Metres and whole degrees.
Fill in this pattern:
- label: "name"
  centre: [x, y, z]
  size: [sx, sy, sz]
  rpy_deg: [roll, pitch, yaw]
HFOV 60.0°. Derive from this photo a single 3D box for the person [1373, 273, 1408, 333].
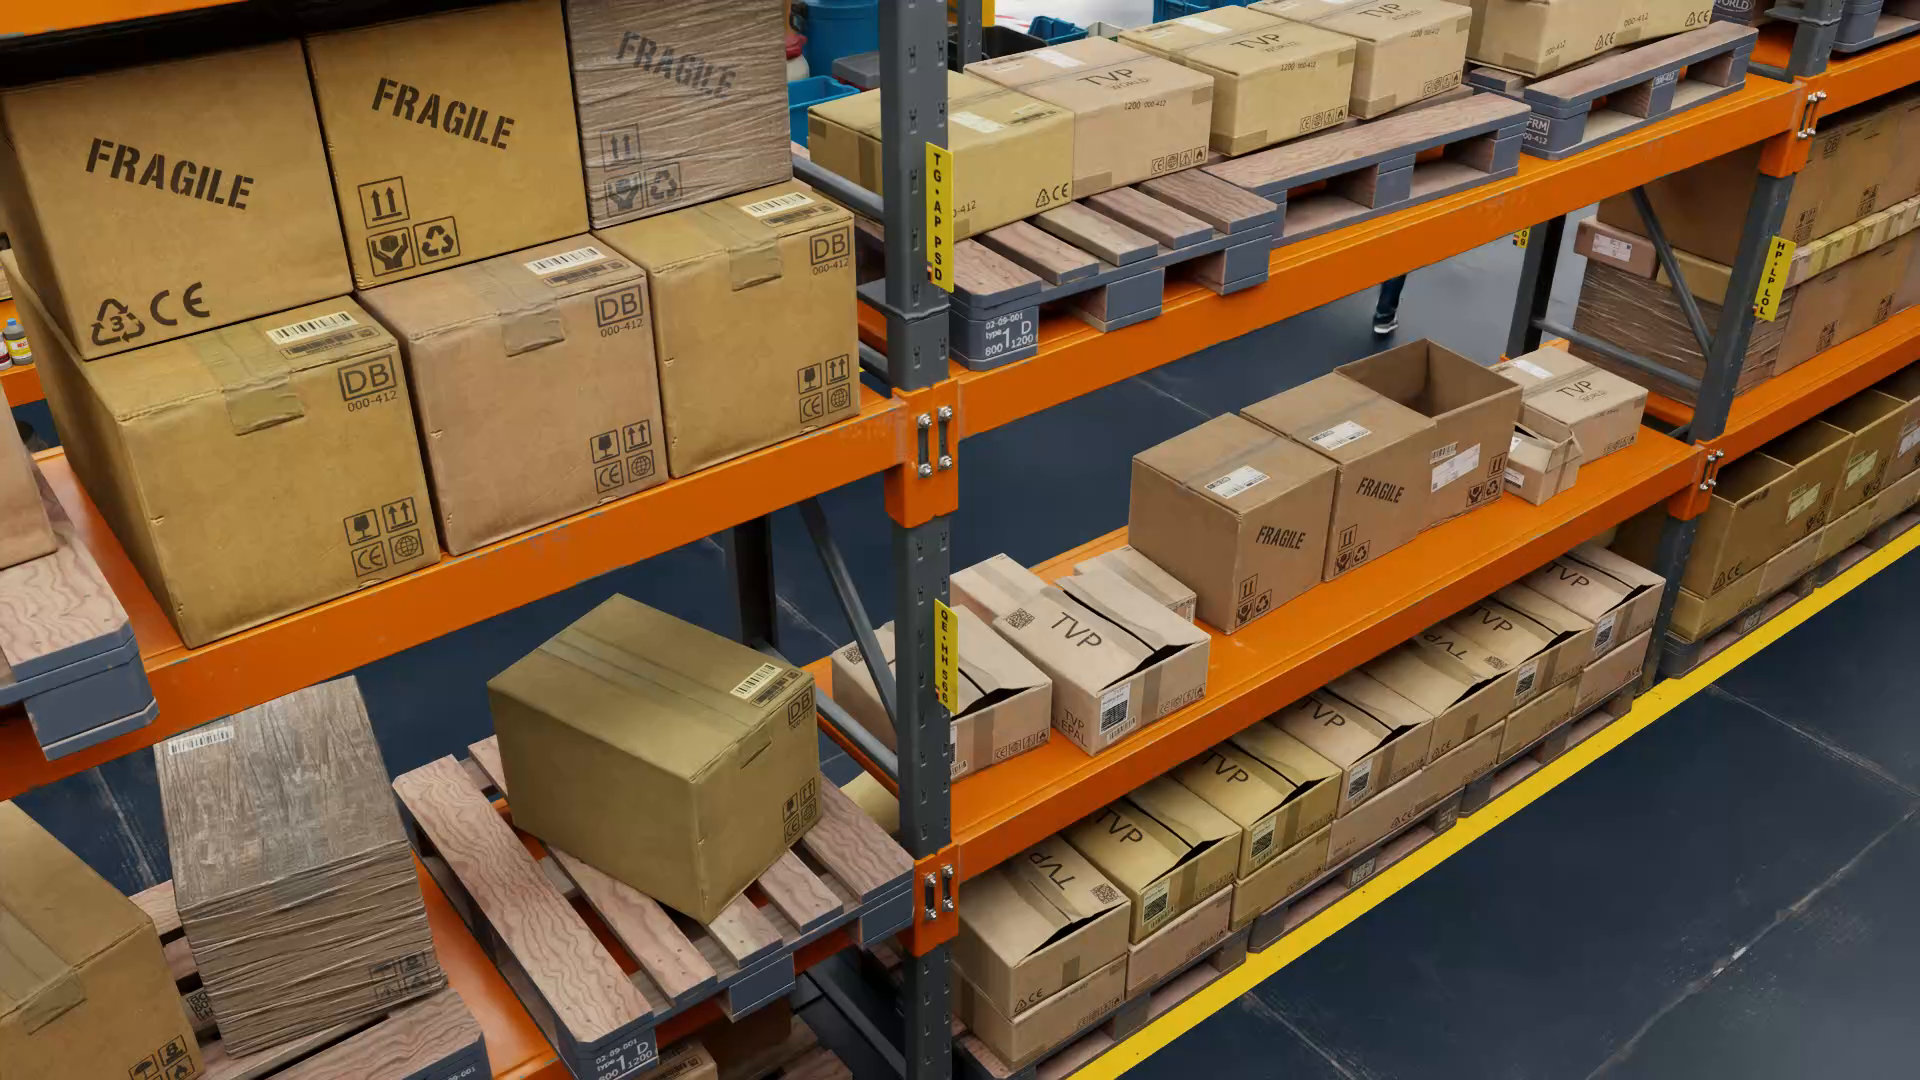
- label: "person"
  centre: [2.821, -2.091, 10.424]
  size: [0.451, 1.624, 0.680]
  rpy_deg: [23, 39, 31]
